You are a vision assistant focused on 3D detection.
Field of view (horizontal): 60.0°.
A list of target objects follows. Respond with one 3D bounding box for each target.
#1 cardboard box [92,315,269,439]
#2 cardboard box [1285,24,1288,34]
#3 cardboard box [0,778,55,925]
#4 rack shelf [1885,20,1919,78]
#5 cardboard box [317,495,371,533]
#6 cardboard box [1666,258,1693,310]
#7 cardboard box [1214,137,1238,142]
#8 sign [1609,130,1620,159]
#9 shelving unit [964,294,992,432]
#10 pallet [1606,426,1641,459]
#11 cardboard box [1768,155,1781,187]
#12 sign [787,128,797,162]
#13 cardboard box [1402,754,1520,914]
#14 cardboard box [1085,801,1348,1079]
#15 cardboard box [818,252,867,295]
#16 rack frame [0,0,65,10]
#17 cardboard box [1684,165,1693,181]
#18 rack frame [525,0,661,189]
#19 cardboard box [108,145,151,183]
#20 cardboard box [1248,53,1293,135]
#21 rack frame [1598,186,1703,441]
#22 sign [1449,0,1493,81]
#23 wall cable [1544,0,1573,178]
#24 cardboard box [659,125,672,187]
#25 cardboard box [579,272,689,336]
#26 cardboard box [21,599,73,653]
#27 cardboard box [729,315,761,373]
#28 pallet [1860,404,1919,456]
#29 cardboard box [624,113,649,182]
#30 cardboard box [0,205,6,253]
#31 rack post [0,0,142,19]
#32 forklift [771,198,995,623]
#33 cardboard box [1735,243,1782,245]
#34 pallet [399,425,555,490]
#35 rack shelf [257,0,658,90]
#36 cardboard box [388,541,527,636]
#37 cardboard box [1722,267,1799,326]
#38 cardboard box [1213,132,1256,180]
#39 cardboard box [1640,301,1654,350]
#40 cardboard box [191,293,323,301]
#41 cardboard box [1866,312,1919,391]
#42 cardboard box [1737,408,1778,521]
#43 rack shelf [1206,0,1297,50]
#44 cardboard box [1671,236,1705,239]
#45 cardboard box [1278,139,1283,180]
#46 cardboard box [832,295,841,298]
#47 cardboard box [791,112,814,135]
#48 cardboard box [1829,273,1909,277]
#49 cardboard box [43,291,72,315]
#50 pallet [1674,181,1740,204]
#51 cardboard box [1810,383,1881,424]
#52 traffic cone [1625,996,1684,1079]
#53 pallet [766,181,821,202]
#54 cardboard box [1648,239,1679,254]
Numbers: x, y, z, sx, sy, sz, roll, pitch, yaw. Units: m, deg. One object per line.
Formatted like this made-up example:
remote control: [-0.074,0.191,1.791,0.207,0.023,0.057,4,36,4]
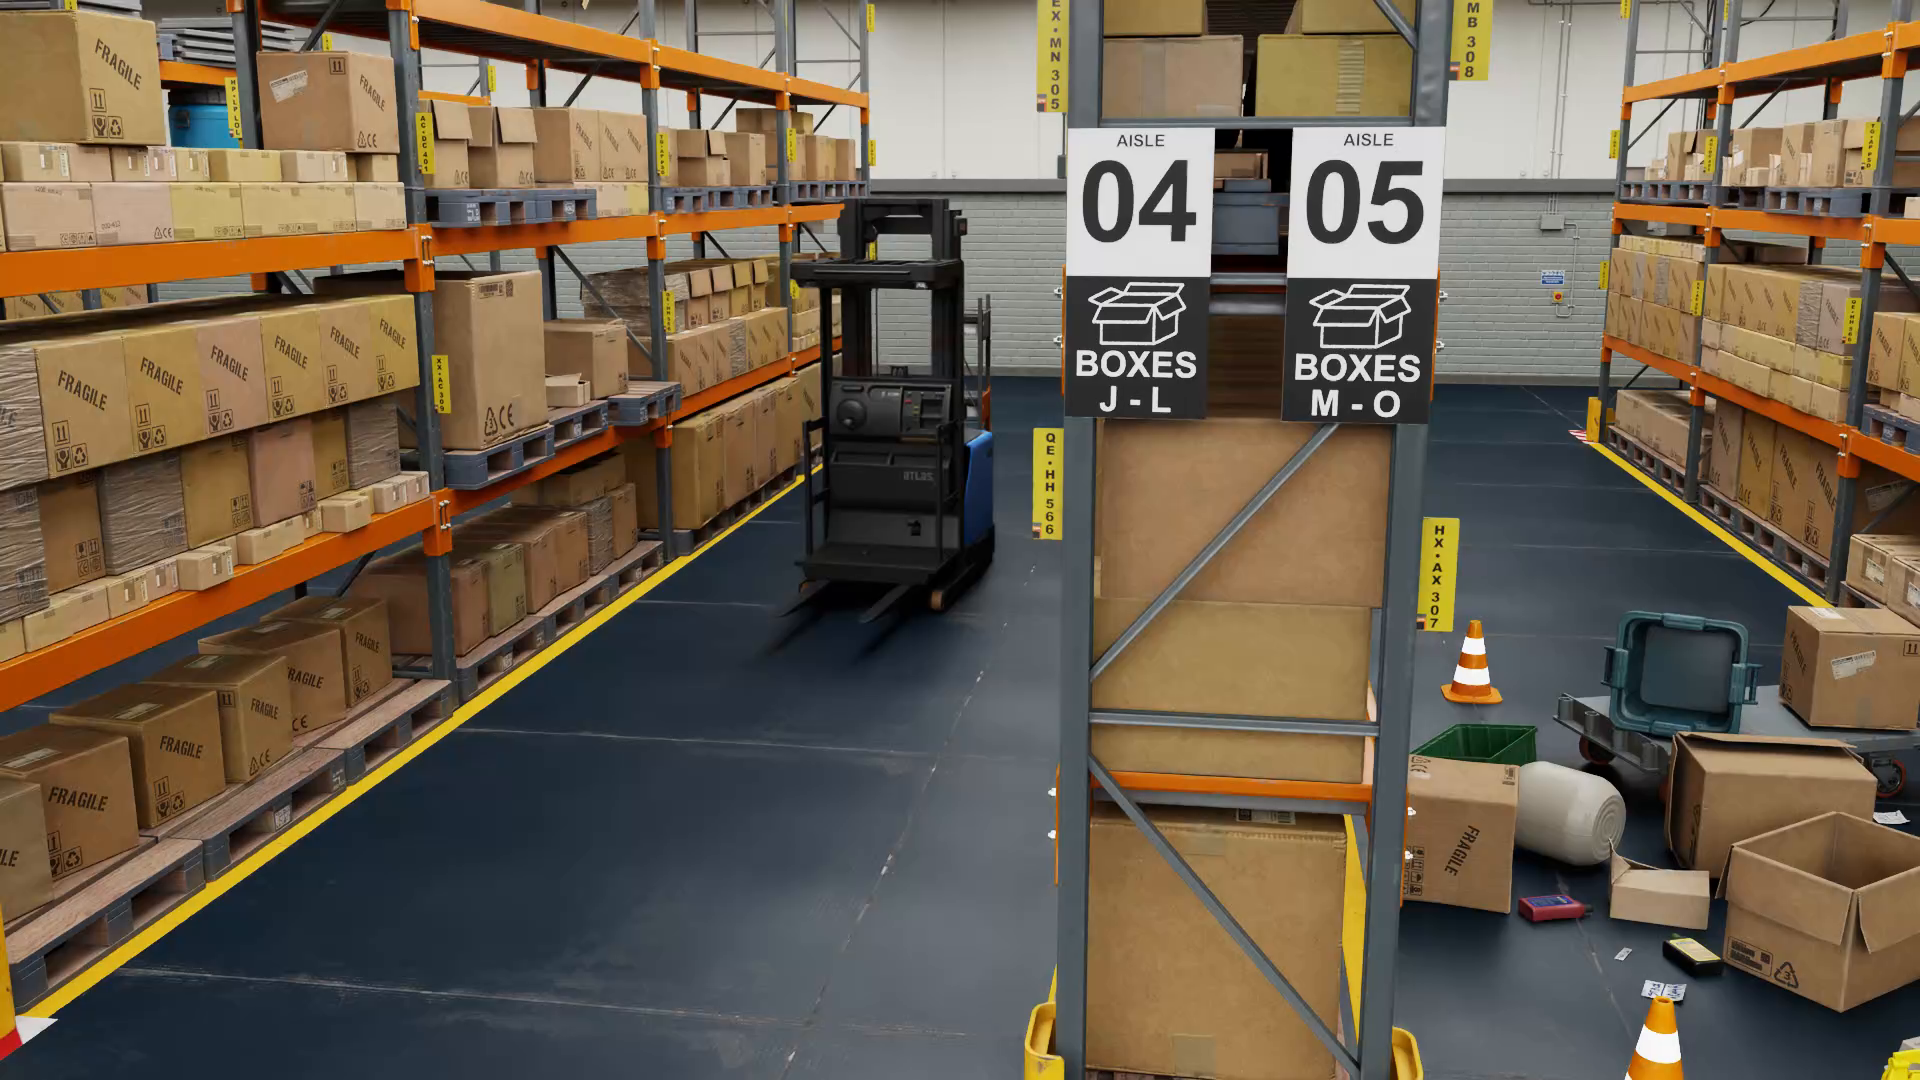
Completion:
cardboard box: [-3.506,-0.742,7.500,0.500,0.500,0.500,2,12,9]
cardboard box: [1.358,-1.771,5.939,0.380,0.149,0.250,2,12,8]
cardboard box: [-3.977,1.246,6.528,0.500,0.500,0.500,4,13,19]
rack shelf: [6.625,-2.955,9.500,1.077,0.370,4.000,2,12,9]
cardboard box: [-3.291,-0.139,8.616,0.380,0.149,0.250,2,12,9]
cardboard box: [7.434,-2.568,16.680,0.500,0.500,0.500,2,12,8]
cardboard box: [0.829,-1.676,6.448,0.500,0.250,0.500,2,12,9]
sign: [7.616,-4.602,19.346,0.100,0.325,0.005,2,12,9]
shelving unit: [0.025,-1.061,14.432,0.431,2.100,0.503,2,12,9]
pallet: [8.117,-1.118,19.183,1.003,0.211,1.213,2,12,9]
cardboard box: [6.921,-3.055,13.751,0.396,0.266,0.258,3,13,13]
sign: [-1.707,-3.996,16.823,0.100,0.325,0.005,2,12,9]
cardboard box: [2.186,1.285,7.338,0.500,0.500,0.500,4,13,18]
cardboard box: [0.835,1.231,5.709,0.875,0.875,0.875,2,12,9]
cardboard box: [-1.444,-3.301,20.558,0.500,0.500,0.500,2,12,9]
rack frame: [-7.754,-4.400,13.548,1.000,3.000,0.127,2,12,9]
cardboard box: [7.370,-3.614,16.385,0.380,0.149,0.250,2,12,10]
rack frame: [-2.860,-4.239,12.803,1.000,3.000,0.127,2,12,9]
cardboard box: [-3.585,-1.549,6.848,0.380,0.149,0.250,1,12,6]
cardboard box: [1.200,-1.450,5.397,0.500,0.250,0.500,2,12,8]
rack frame: [8.163,-2.651,19.673,1.000,3.000,0.127,2,12,9]
sign: [1.343,-1.372,4.359,0.100,0.325,0.005,2,12,9]
wall cable: [8.759,-6.777,24.578,0.463,3.000,0.029,2,12,9]
cardboard box: [-2.837,-3.158,13.664,0.797,0.503,0.637,3,12,12]
cardboard box: [-2.731,-1.997,14.023,0.797,0.503,0.637,2,12,11]
cardboard box: [-3.700,0.327,6.452,0.380,0.149,0.250,2,12,9]
cardboard box: [-2.203,-1.870,15.813,0.500,0.500,0.500,2,12,8]
pallet: [6.928,-0.740,11.261,1.213,0.211,1.003,2,12,9]
cardboard box: [-2.686,-2.959,12.558,0.500,0.500,0.500,2,12,10]
cardboard box: [-3.760,-1.126,5.834,0.500,0.250,0.500,2,12,10]
rack post: [-7.683,-4.515,14.262,0.954,0.300,0.937,2,12,9]
forklift: [-0.568,-1.001,12.182,1.130,2.935,3.031,3,13,14]
cardboard box: [7.973,-2.888,16.625,0.380,0.149,0.250,2,12,8]
pallet: [-3.213,-0.534,10.308,1.003,0.211,1.213,2,12,9]
rack shelf: [-3.167,-3.276,10.989,1.077,0.370,4.000,2,12,9]
cardboard box: [-3.267,0.307,10.836,0.700,0.500,0.500,2,12,8]
cardboard box: [7.145,-2.167,14.816,0.500,0.500,0.500,2,12,8]
cardboard box: [1.361,-2.091,9.080,0.500,0.250,0.500,2,12,9]
cardboard box: [7.599,-2.293,17.774,0.500,0.500,0.500,2,12,11]
cardboard box: [-3.795,-1.071,9.028,0.500,0.500,0.500,2,12,9]
cardboard box: [6.635,-1.299,11.460,0.500,0.500,0.500,2,12,7]
cardboard box: [7.400,-0.665,14.504,0.875,0.875,0.875,2,12,10]
rack shelf: [1.718,-3.094,10.146,1.077,0.370,4.000,2,12,9]
cardboard box: [8.290,-3.371,18.863,0.380,0.149,0.250,2,12,10]
cardboard box: [1.398,-1.434,6.268,0.380,0.149,0.250,2,12,9]
cardboard box: [-1.520,-2.829,20.149,0.500,0.250,0.500,2,12,8]
cardboard box: [-1.950,-4.688,18.753,0.500,0.250,0.500,1,12,7]
cardboard box: [7.493,-1.933,13.734,0.500,0.500,0.500,2,12,10]
cardboard box: [-11.453,-2.924,20.702,0.500,0.500,0.500,2,12,8]
pallet: [7.684,-3.411,16.291,1.003,0.211,1.213,2,12,9]
cardboard box: [6.754,-1.026,12.489,0.500,0.250,0.500,1,12,7]
traffic cone: [2.280,1.716,5.431,0.336,0.463,0.334,2,12,9]
pallet: [-2.108,-3.732,17.781,1.003,0.211,1.213,2,12,9]
cardboard box: [7.555,-3.119,17.696,0.380,0.149,0.250,2,12,7]
